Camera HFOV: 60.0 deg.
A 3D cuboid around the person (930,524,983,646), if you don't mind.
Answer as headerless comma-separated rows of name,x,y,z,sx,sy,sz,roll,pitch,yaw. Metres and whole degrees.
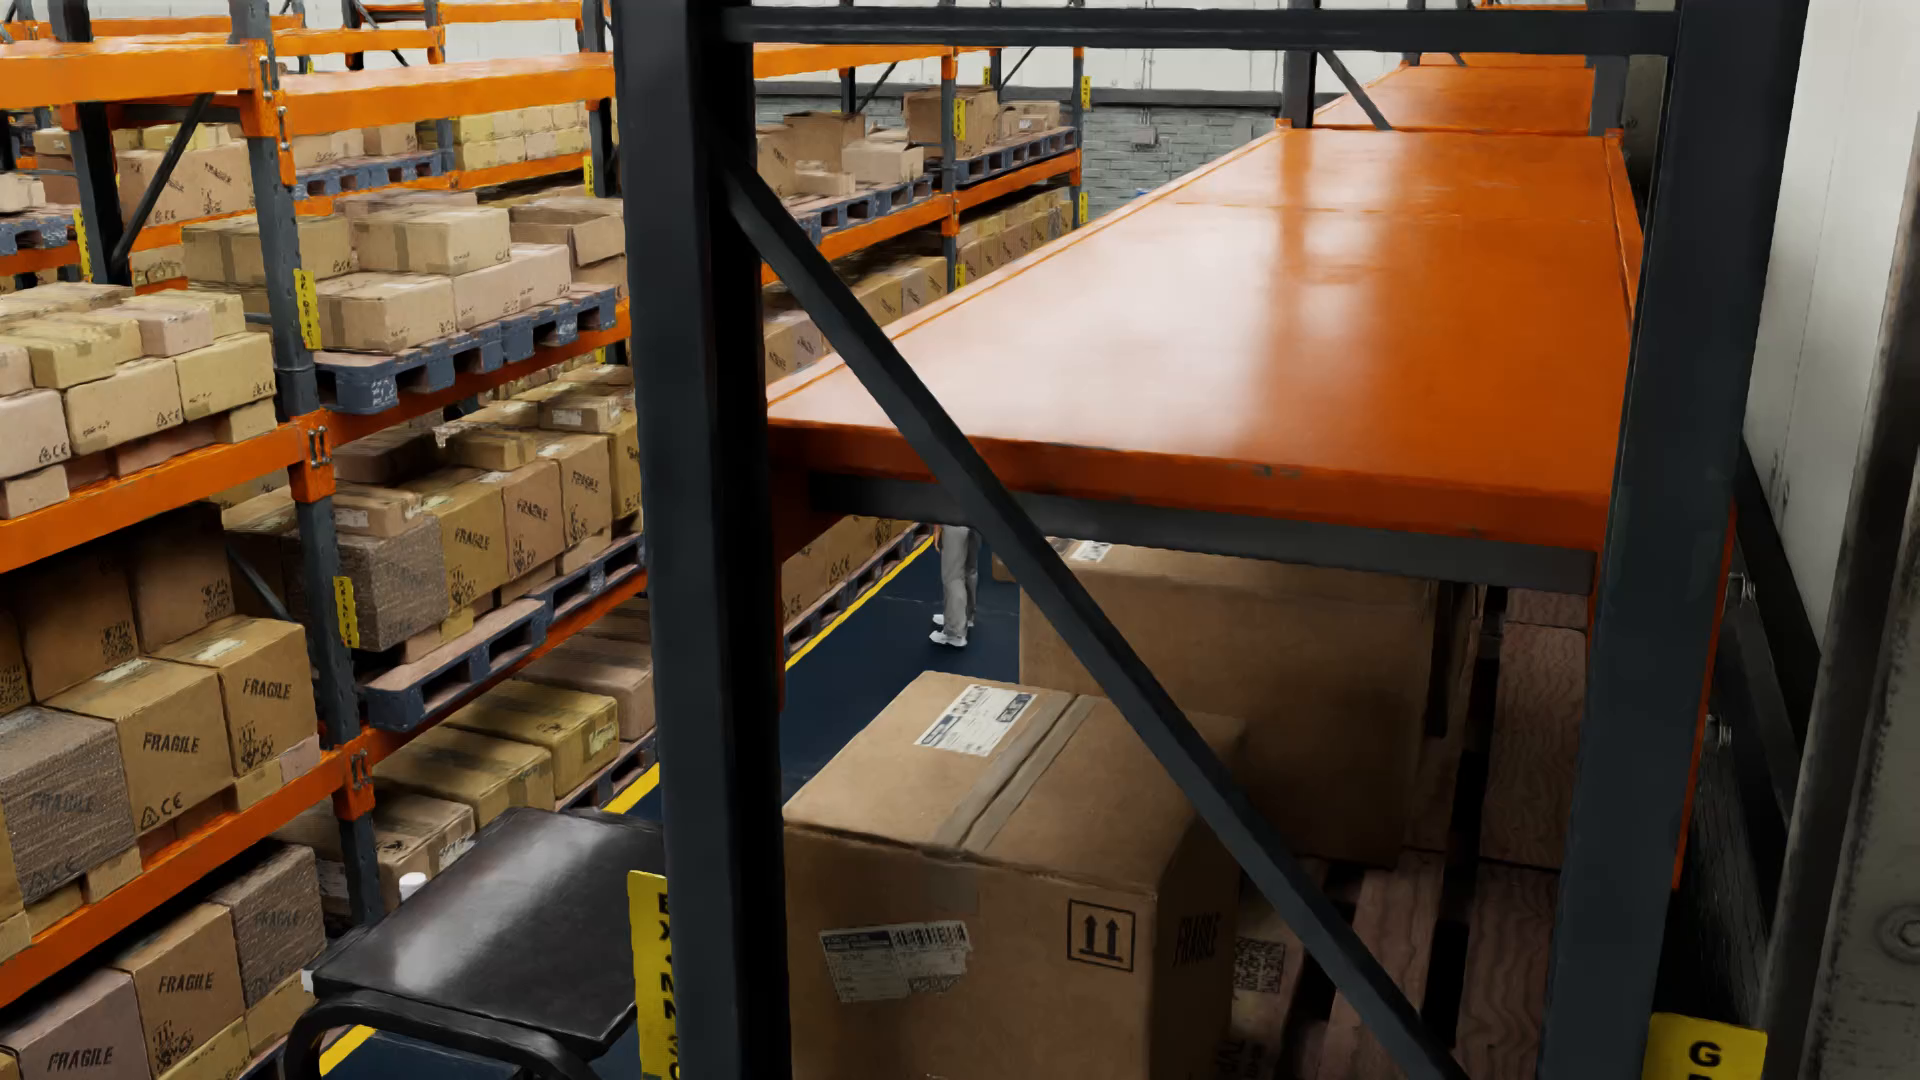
person,-0.051,-0.104,11.803,0.471,1.675,0.482,-16,24,-39
